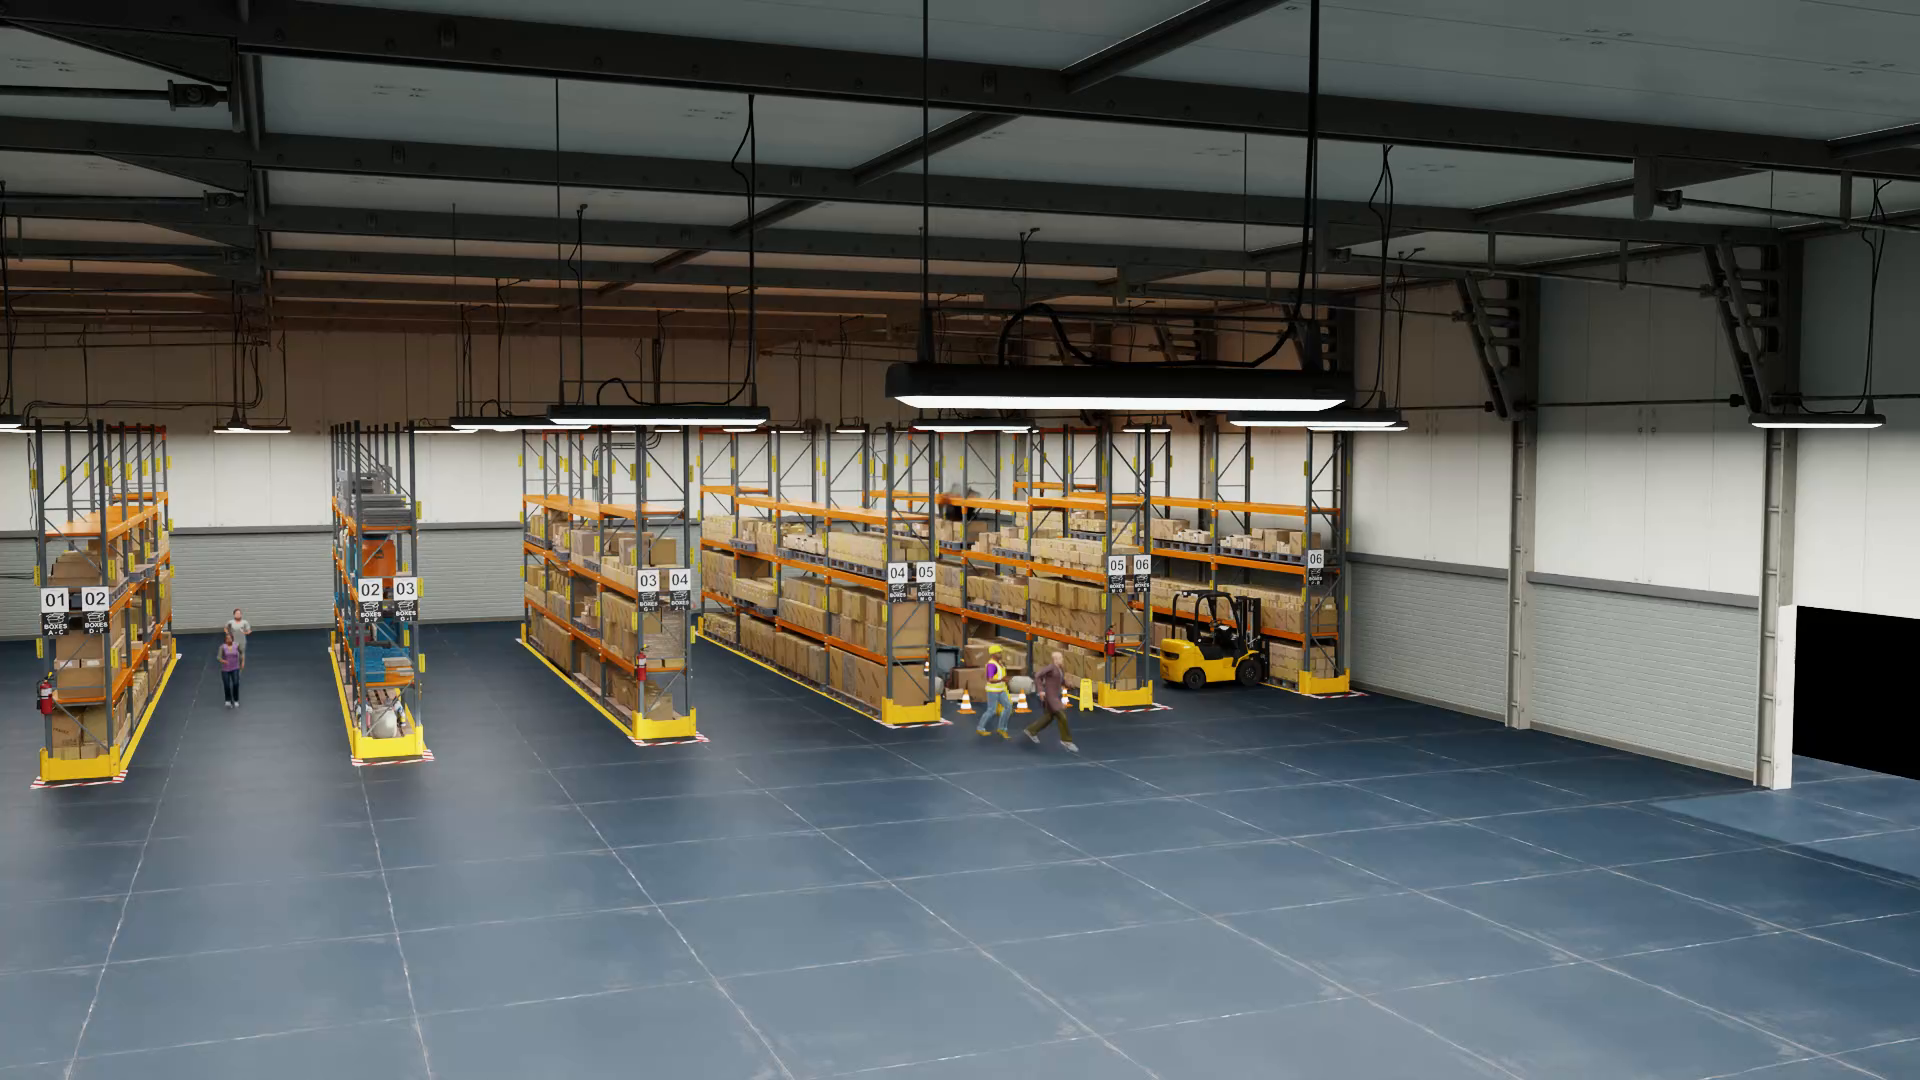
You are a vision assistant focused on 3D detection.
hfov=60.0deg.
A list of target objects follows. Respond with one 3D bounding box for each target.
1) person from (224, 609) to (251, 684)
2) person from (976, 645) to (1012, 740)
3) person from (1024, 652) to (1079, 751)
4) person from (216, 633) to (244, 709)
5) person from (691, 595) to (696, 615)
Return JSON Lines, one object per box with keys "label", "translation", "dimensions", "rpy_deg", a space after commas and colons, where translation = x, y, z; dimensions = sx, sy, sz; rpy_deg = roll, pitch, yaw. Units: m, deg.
{"label": "person", "translation": [-16.853, 2.450, 38.841], "dimensions": [0.560, 1.705, 0.908], "rpy_deg": [-2, 4, -31]}
{"label": "person", "translation": [0.672, 2.889, 31.369], "dimensions": [0.762, 1.824, 0.672], "rpy_deg": [2, 4, 25]}
{"label": "person", "translation": [1.665, 2.936, 30.418], "dimensions": [1.080, 1.809, 0.734], "rpy_deg": [2, 4, 25]}
{"label": "person", "translation": [-15.281, 2.758, 34.863], "dimensions": [0.561, 1.631, 0.676], "rpy_deg": [-2, 4, -28]}
{"label": "person", "translation": [-7.354, 2.055, 44.391], "dimensions": [0.638, 1.796, 0.924], "rpy_deg": [-1, 4, -13]}
